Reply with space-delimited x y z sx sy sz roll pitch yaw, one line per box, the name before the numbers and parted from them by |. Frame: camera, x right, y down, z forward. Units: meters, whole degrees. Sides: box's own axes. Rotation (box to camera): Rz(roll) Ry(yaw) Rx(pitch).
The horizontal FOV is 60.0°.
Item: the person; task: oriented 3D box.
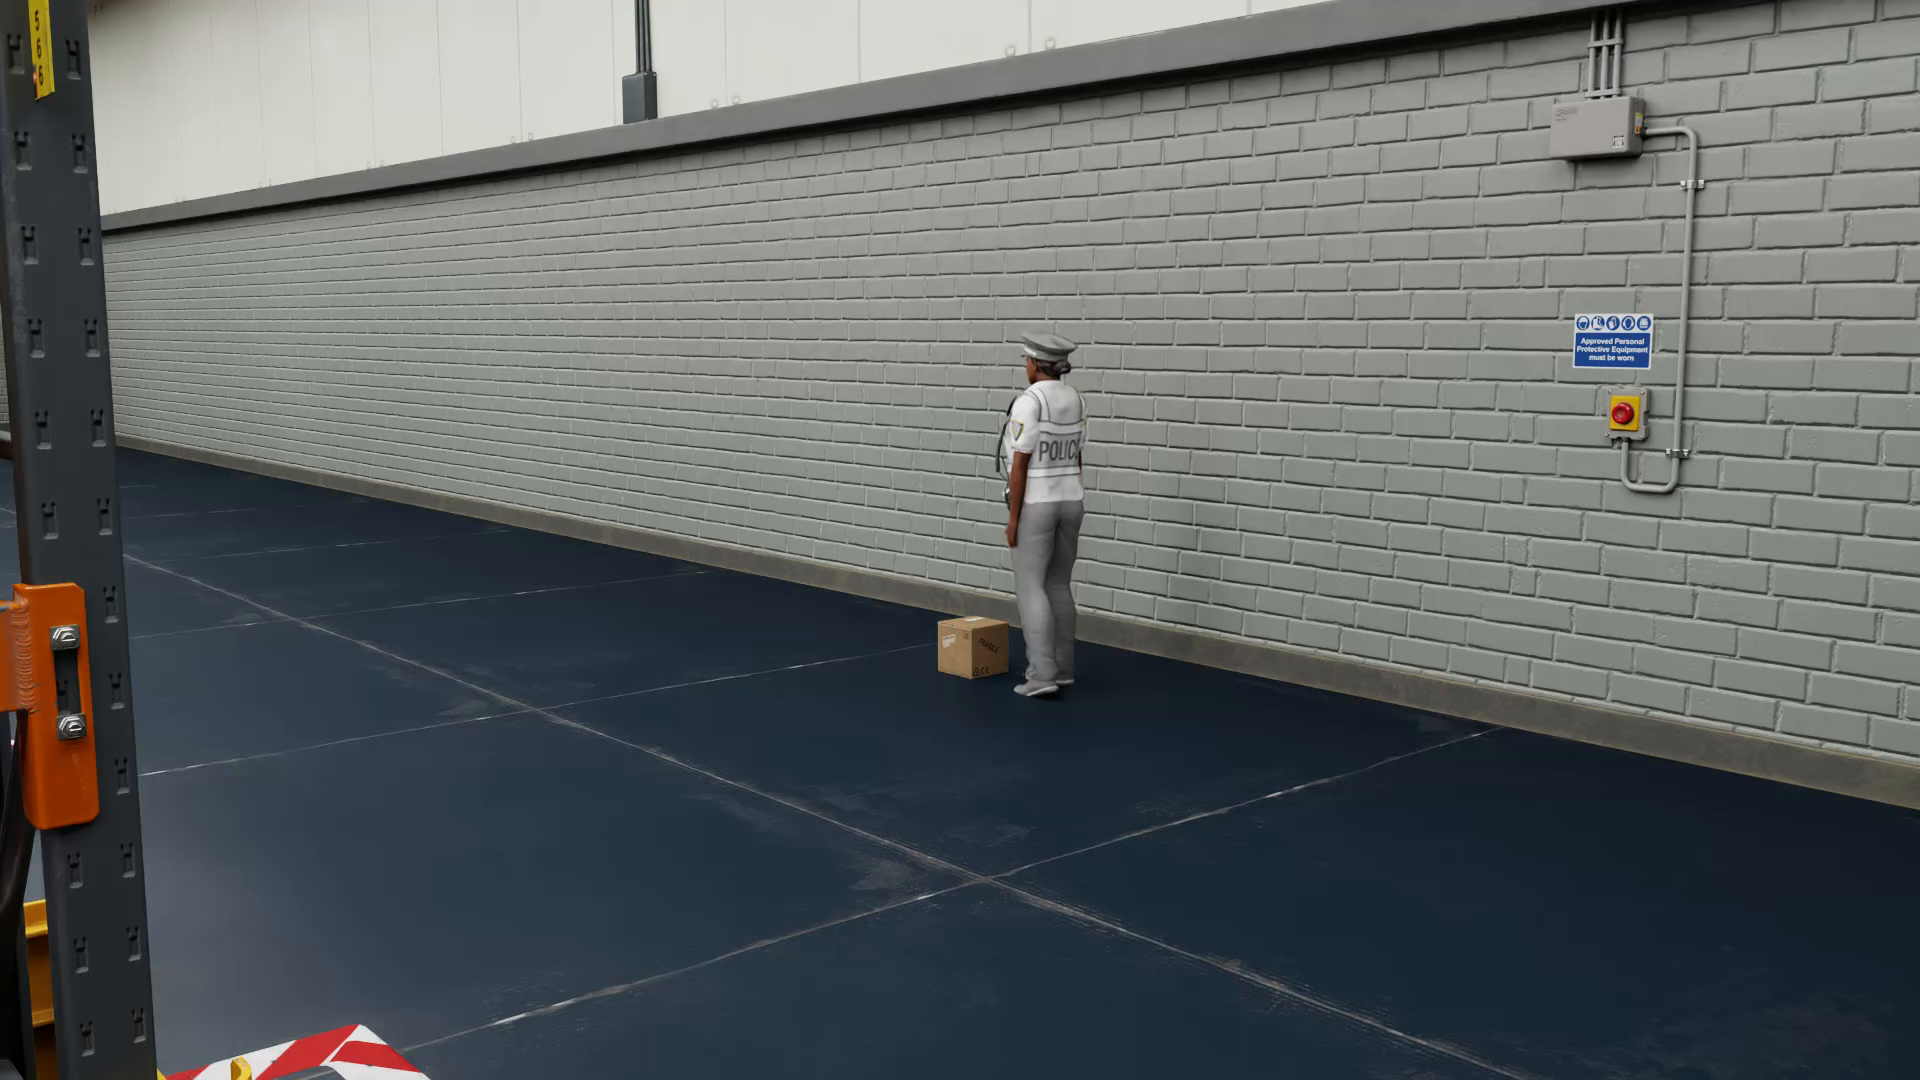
person | 0.384 -0.119 7.725 0.442 1.715 0.426 -6 10 -40
